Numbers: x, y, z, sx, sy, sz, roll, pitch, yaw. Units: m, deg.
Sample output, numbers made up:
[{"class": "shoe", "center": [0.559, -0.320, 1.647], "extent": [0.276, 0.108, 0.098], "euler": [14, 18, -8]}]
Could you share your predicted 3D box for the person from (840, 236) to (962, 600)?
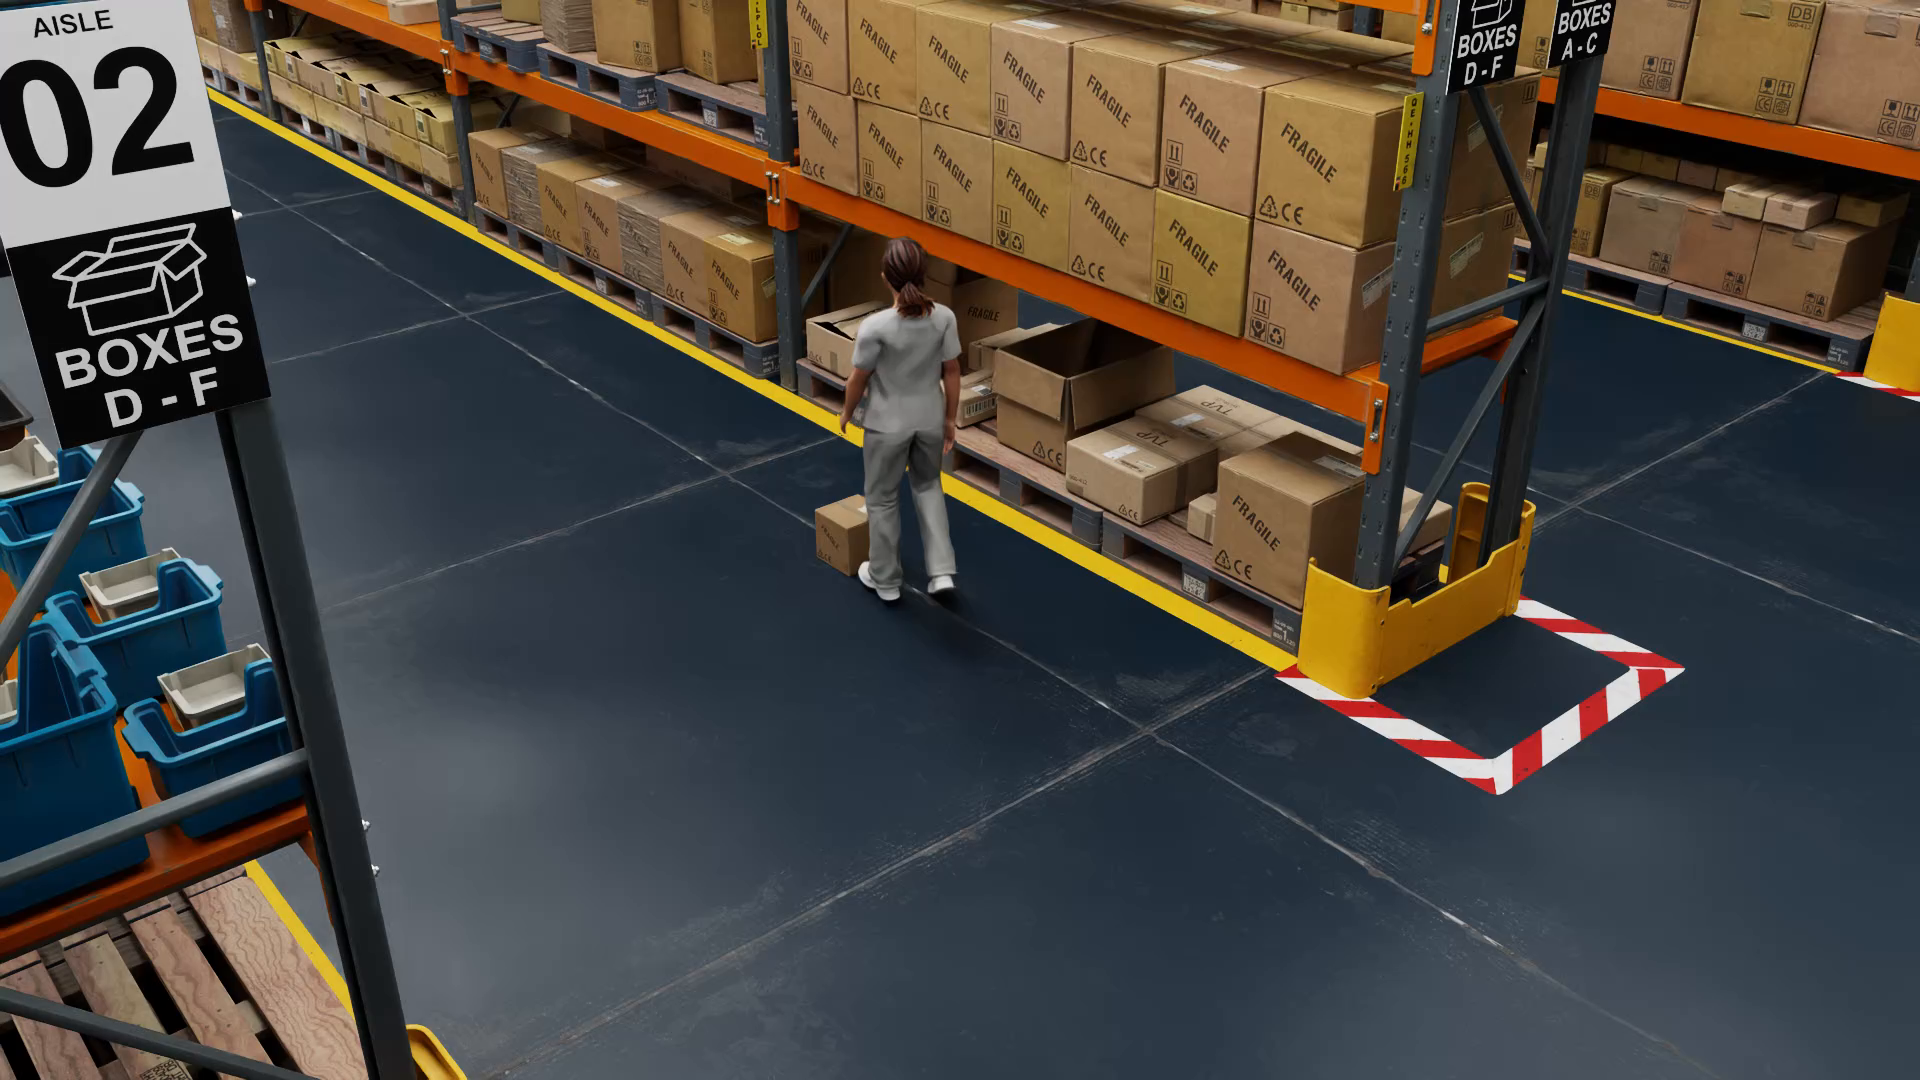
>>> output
[{"class": "person", "center": [-0.259, -0.478, 7.008], "extent": [0.465, 1.697, 0.517], "euler": [-12, 31, -22]}]
